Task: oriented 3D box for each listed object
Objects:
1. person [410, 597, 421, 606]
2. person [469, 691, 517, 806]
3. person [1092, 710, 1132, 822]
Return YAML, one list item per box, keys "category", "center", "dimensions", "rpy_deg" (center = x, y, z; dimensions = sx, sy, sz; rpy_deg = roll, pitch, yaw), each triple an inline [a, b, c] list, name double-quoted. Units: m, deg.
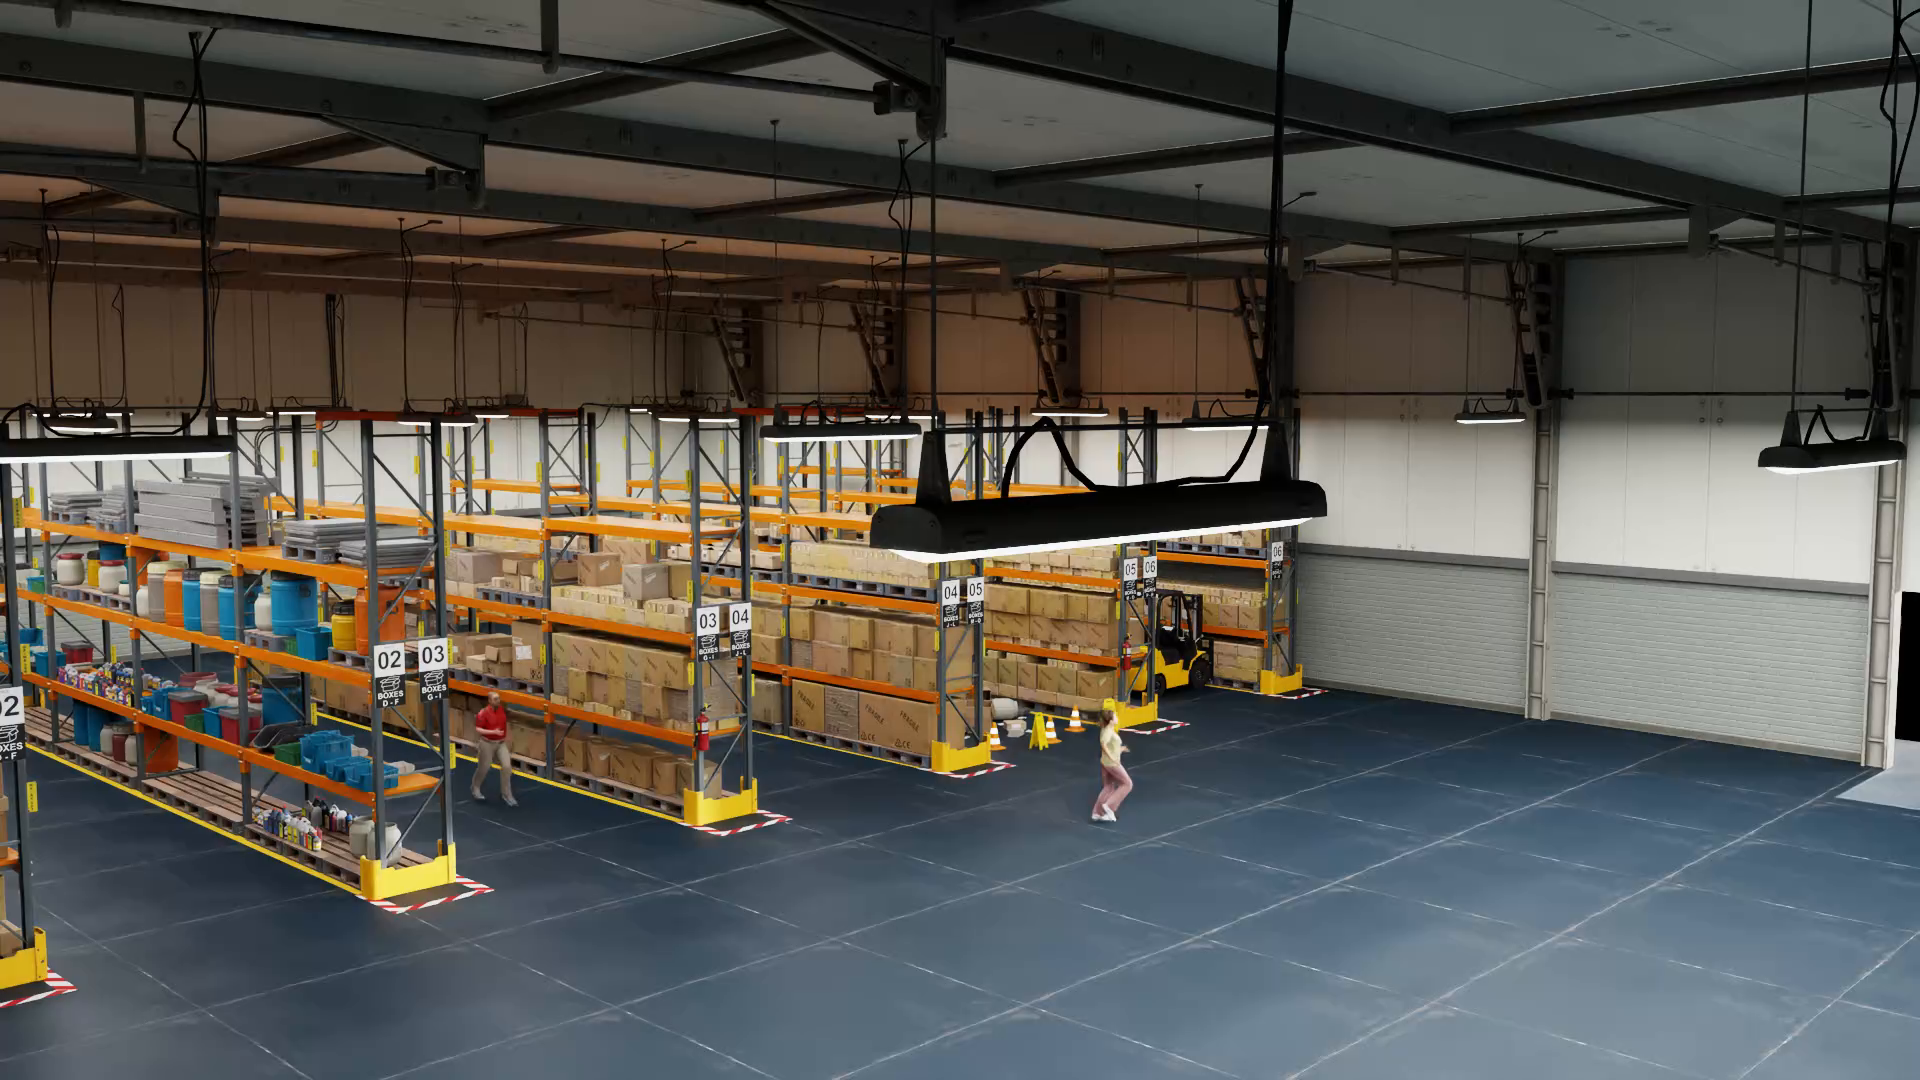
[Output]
- category: "person"
  center: [-12.873, 2.096, 39.028]
  dimensions: [0.587, 1.622, 0.895]
  rpy_deg: [2, 6, 25]
- category: "person"
  center: [-7.233, 3.201, 25.640]
  dimensions: [0.909, 1.764, 0.608]
  rpy_deg: [4, 7, 41]
- category: "person"
  center: [2.244, 3.326, 24.558]
  dimensions: [0.617, 1.642, 0.554]
  rpy_deg: [-1, 5, -12]
